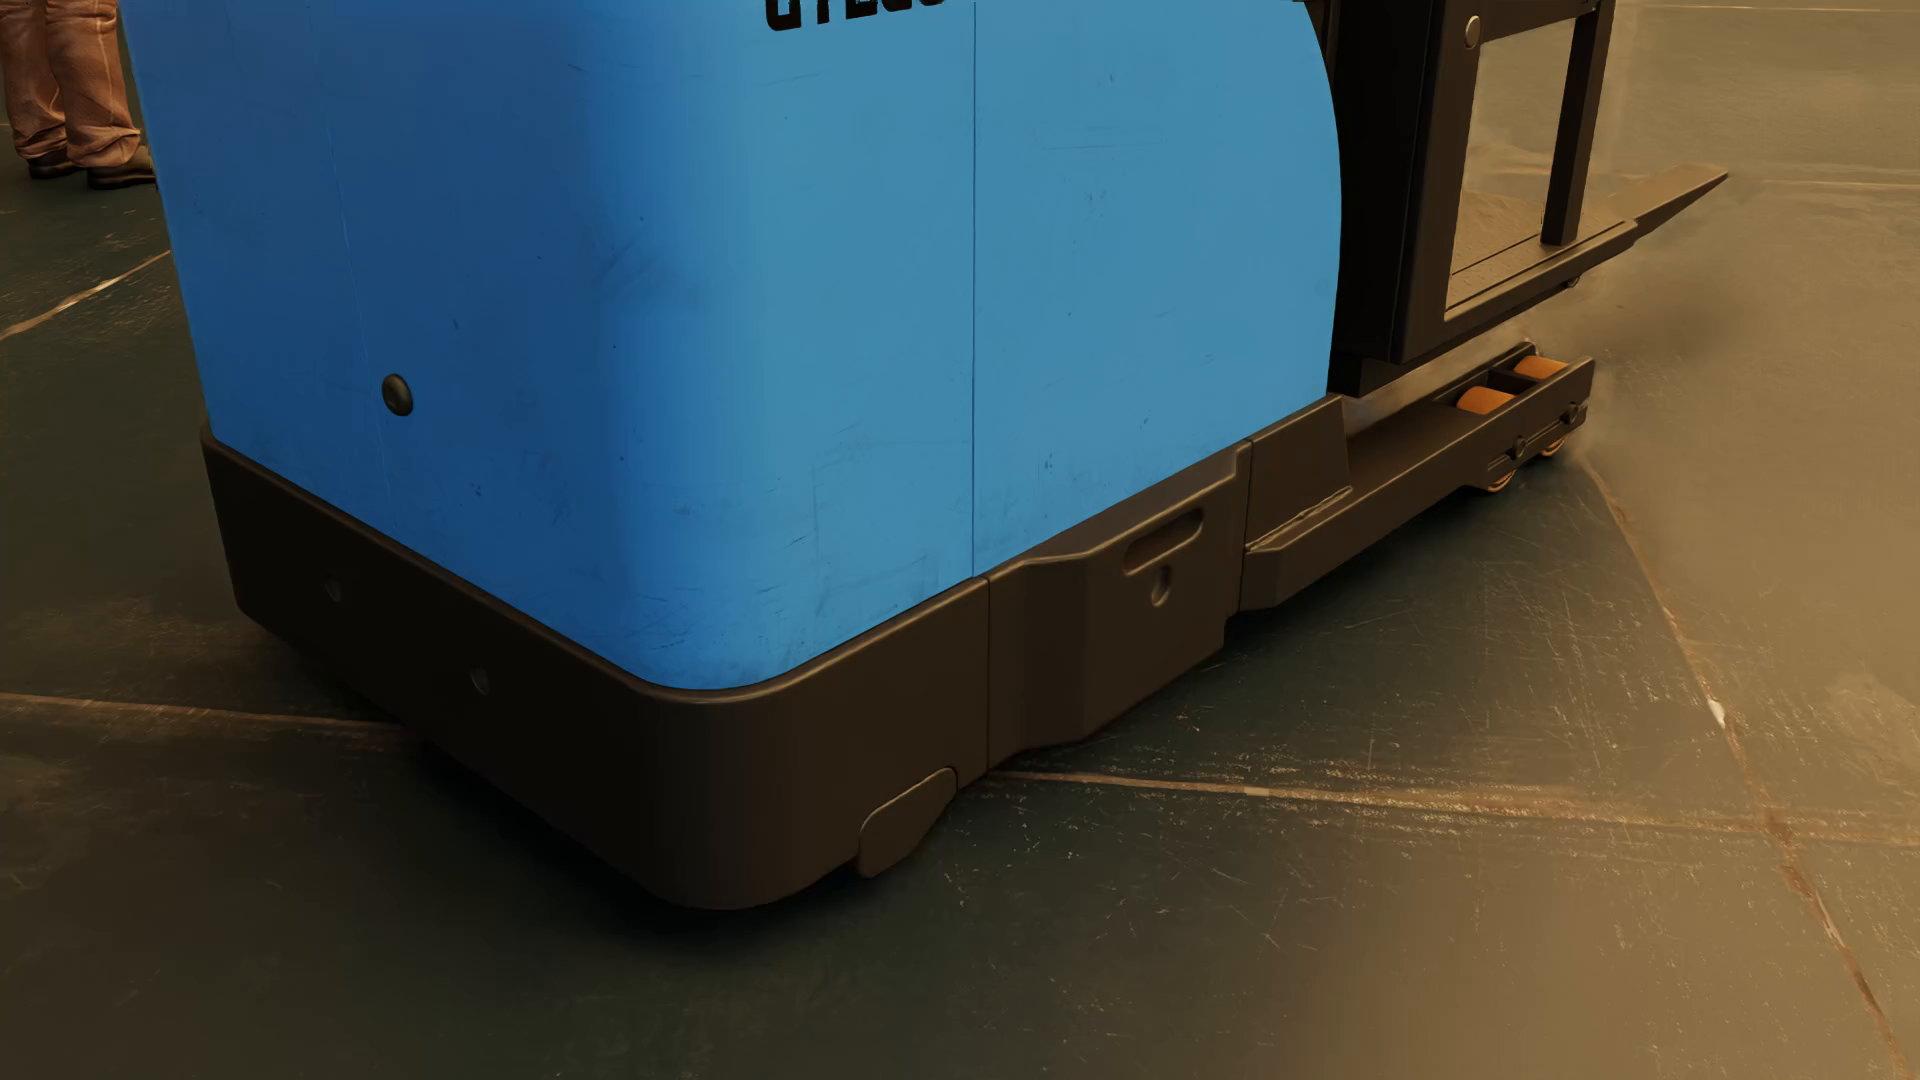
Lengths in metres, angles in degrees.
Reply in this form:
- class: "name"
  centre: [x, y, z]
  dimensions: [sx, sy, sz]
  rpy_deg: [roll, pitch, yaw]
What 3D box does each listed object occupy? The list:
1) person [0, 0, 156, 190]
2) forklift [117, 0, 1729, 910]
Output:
- class: "person"
  centre: [-2.316, -1.758, 4.097]
  dimensions: [0.536, 1.725, 0.364]
  rpy_deg: [17, 31, 30]
- class: "forklift"
  centre: [0.407, -1.524, 2.272]
  dimensions: [1.130, 2.935, 3.031]
  rpy_deg: [22, 34, 37]
